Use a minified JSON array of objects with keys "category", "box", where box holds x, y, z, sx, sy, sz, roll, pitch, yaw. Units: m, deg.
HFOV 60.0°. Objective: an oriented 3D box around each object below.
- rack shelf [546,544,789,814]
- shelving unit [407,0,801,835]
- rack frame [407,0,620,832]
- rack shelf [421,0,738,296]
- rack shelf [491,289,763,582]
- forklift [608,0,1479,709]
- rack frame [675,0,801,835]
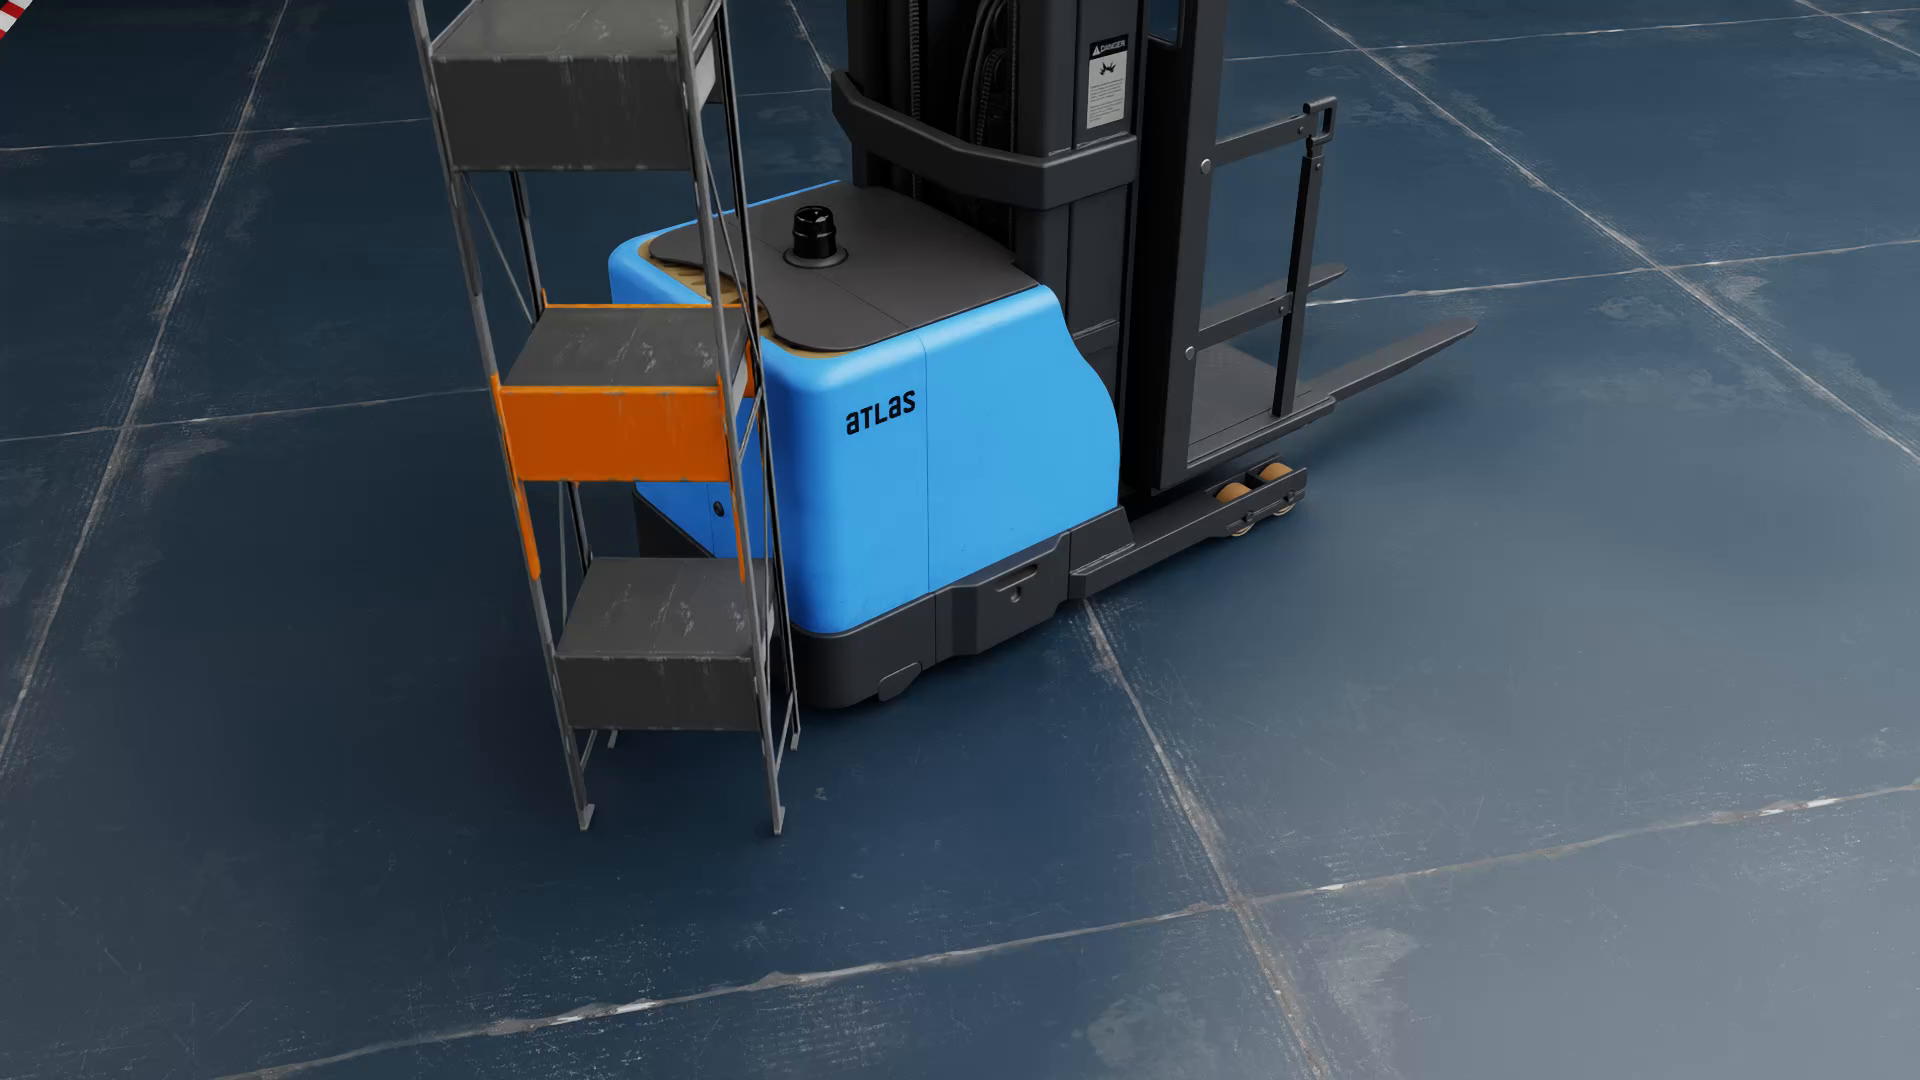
[{"category":"rack shelf","box":[-0.696,0.341,4.124,0.480,0.518,0.431,0,34,3]},{"category":"shelving unit","box":[-0.713,-0.249,3.722,0.503,2.100,0.431,0,34,3]},{"category":"rack frame","box":[-0.957,-0.250,3.735,0.015,2.100,0.400,0,34,3]},{"category":"rack shelf","box":[-0.730,-0.816,3.336,0.480,0.518,0.431,0,34,3]},{"category":"rack shelf","box":[-0.713,-0.237,3.730,0.480,0.518,0.431,0,34,3]},{"category":"forklift","box":[0.491,-1.436,4.760,3.031,2.935,1.130,-24,41,-31]},{"category":"rack frame","box":[-0.470,-0.247,3.709,0.015,2.100,0.400,0,34,3]}]
